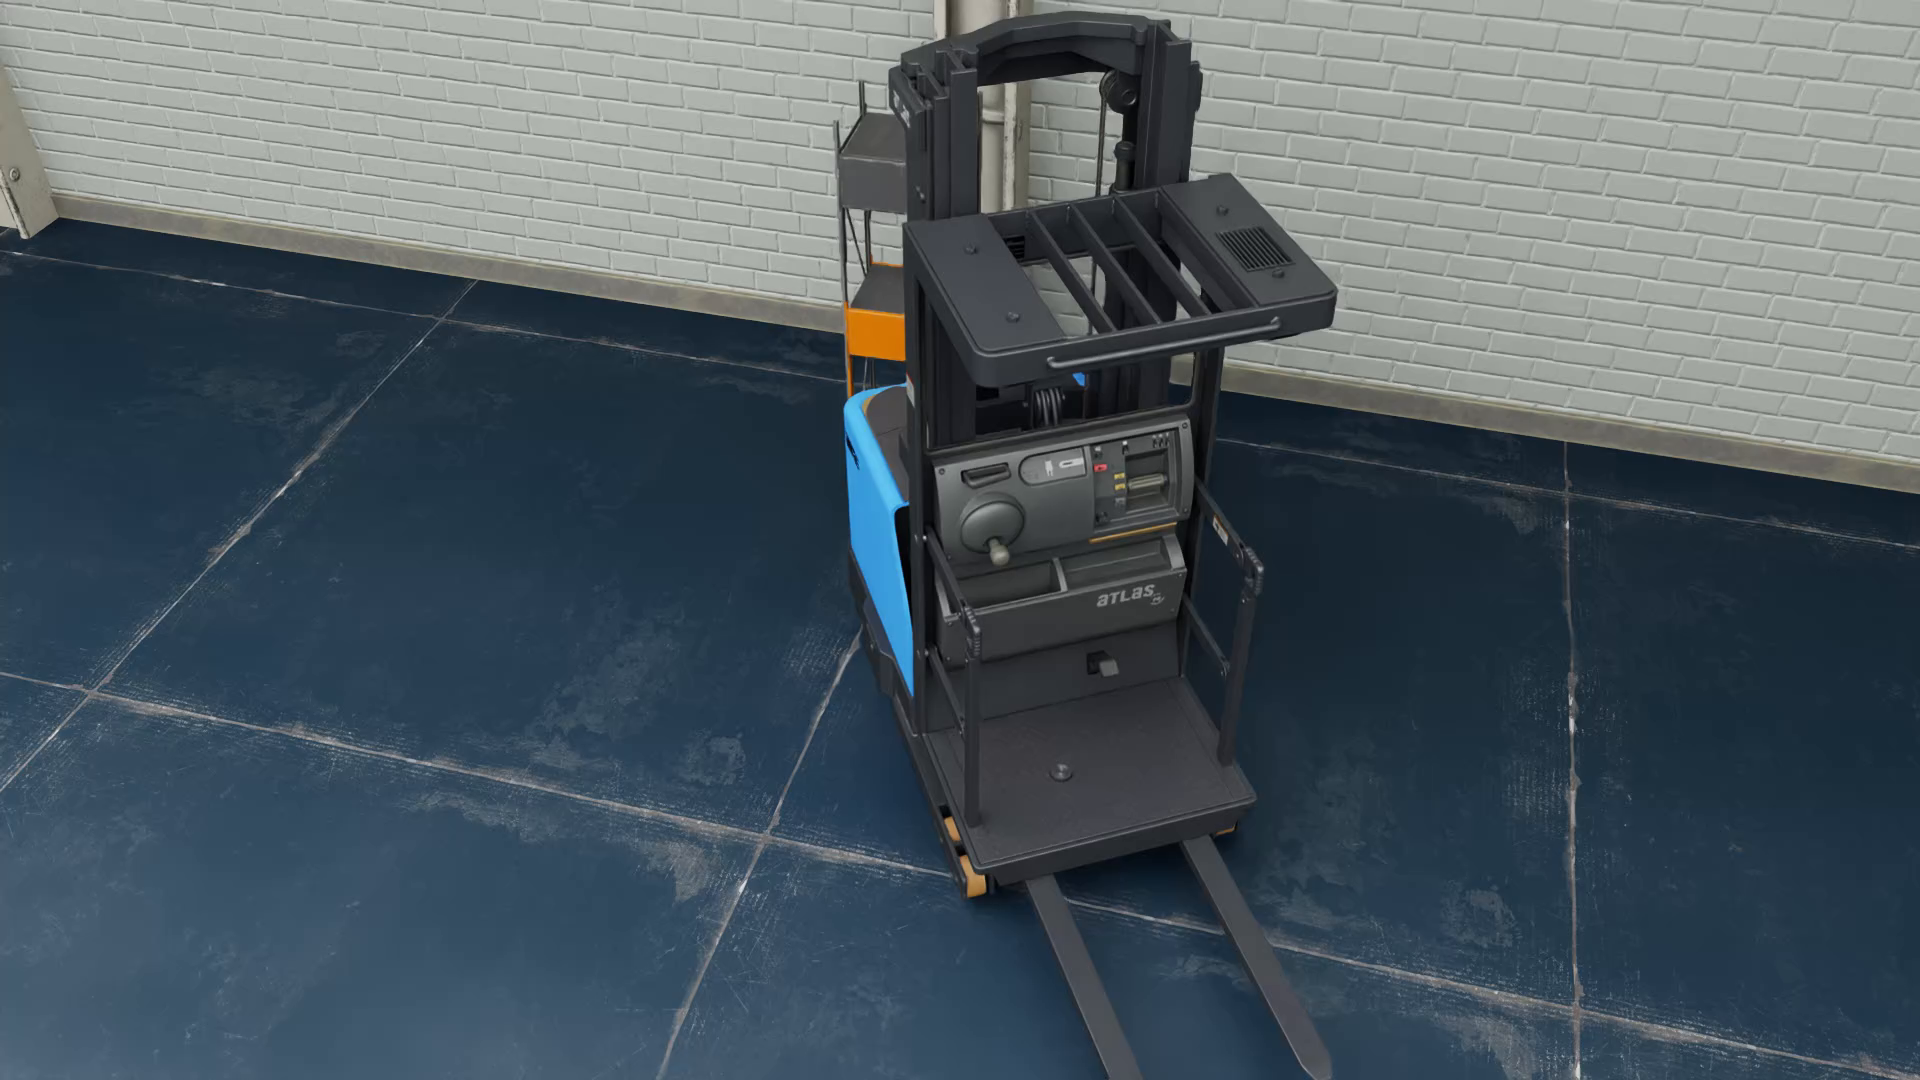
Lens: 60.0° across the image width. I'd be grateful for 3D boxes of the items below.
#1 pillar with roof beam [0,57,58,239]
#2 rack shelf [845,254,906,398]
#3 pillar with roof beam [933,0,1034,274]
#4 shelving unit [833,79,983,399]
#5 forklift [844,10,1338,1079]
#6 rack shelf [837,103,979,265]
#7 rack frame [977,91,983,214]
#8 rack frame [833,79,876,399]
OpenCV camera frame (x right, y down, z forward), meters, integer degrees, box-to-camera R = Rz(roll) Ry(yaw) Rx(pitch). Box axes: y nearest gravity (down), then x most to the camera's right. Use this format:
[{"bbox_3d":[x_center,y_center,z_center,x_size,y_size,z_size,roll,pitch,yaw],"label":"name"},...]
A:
[{"bbox_3d":[-6.799,-2.689,3.954,0.400,9.000,9.100,10,41,11],"label":"pillar with roof beam"},{"bbox_3d":[-0.200,-0.880,7.187,0.480,0.518,0.431,8,41,10],"label":"rack shelf"},{"bbox_3d":[-1.003,-1.691,2.767,0.400,9.000,9.100,10,41,11],"label":"pillar with roof beam"},{"bbox_3d":[-0.200,-0.891,7.178,0.503,2.100,0.431,8,41,10],"label":"shelving unit"},{"bbox_3d":[0.433,-0.089,5.577,1.130,2.935,3.031,-11,41,-13],"label":"forklift"},{"bbox_3d":[-0.200,-1.416,6.737,0.480,0.518,0.431,8,41,10],"label":"rack shelf"},{"bbox_3d":[0.038,-0.855,7.136,0.015,2.100,0.400,8,41,10],"label":"rack frame"},{"bbox_3d":[-0.437,-0.926,7.220,0.015,2.100,0.400,8,41,10],"label":"rack frame"}]
